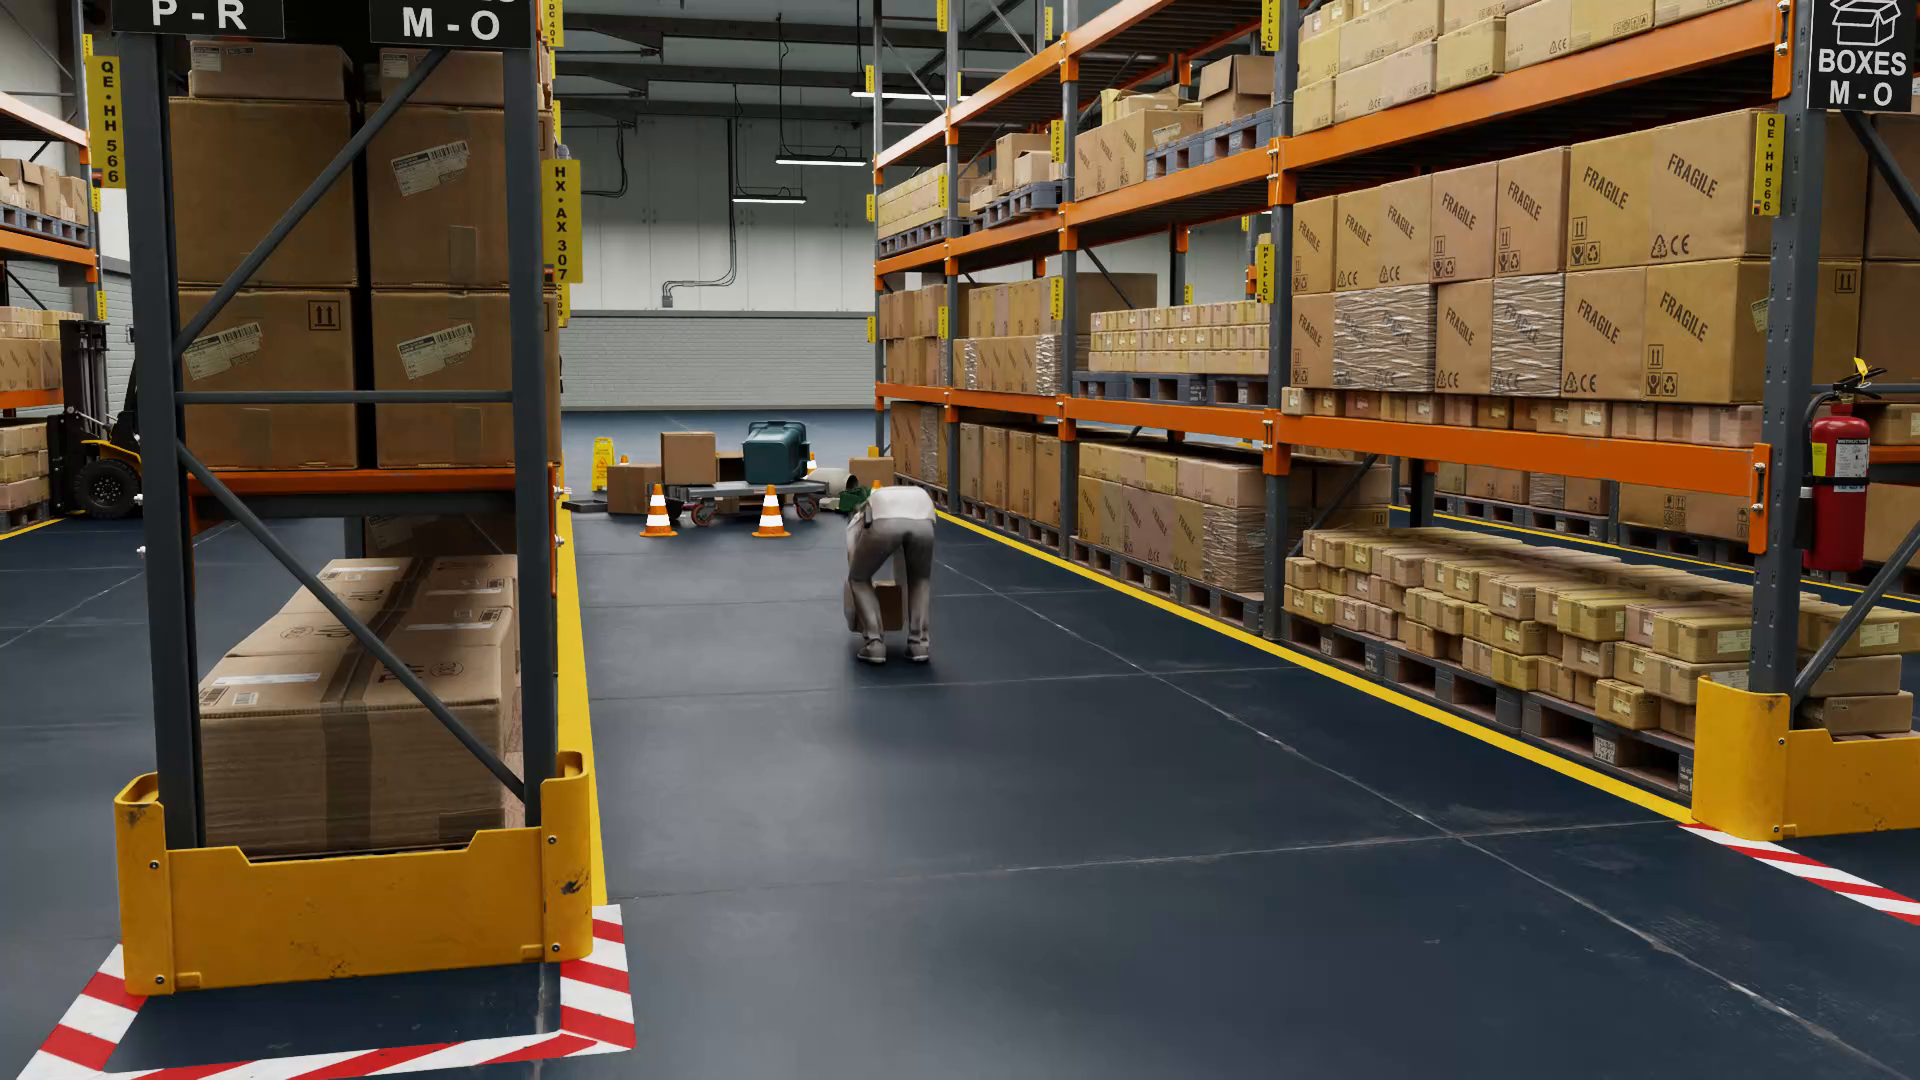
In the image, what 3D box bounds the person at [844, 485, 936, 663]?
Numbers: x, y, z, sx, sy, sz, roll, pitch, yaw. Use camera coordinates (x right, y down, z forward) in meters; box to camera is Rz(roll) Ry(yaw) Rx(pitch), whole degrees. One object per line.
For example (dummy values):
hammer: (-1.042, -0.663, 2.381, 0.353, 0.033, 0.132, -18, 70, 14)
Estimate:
person: (-0.397, 0.161, 9.019, 0.452, 0.947, 0.890, -2, 7, -17)
